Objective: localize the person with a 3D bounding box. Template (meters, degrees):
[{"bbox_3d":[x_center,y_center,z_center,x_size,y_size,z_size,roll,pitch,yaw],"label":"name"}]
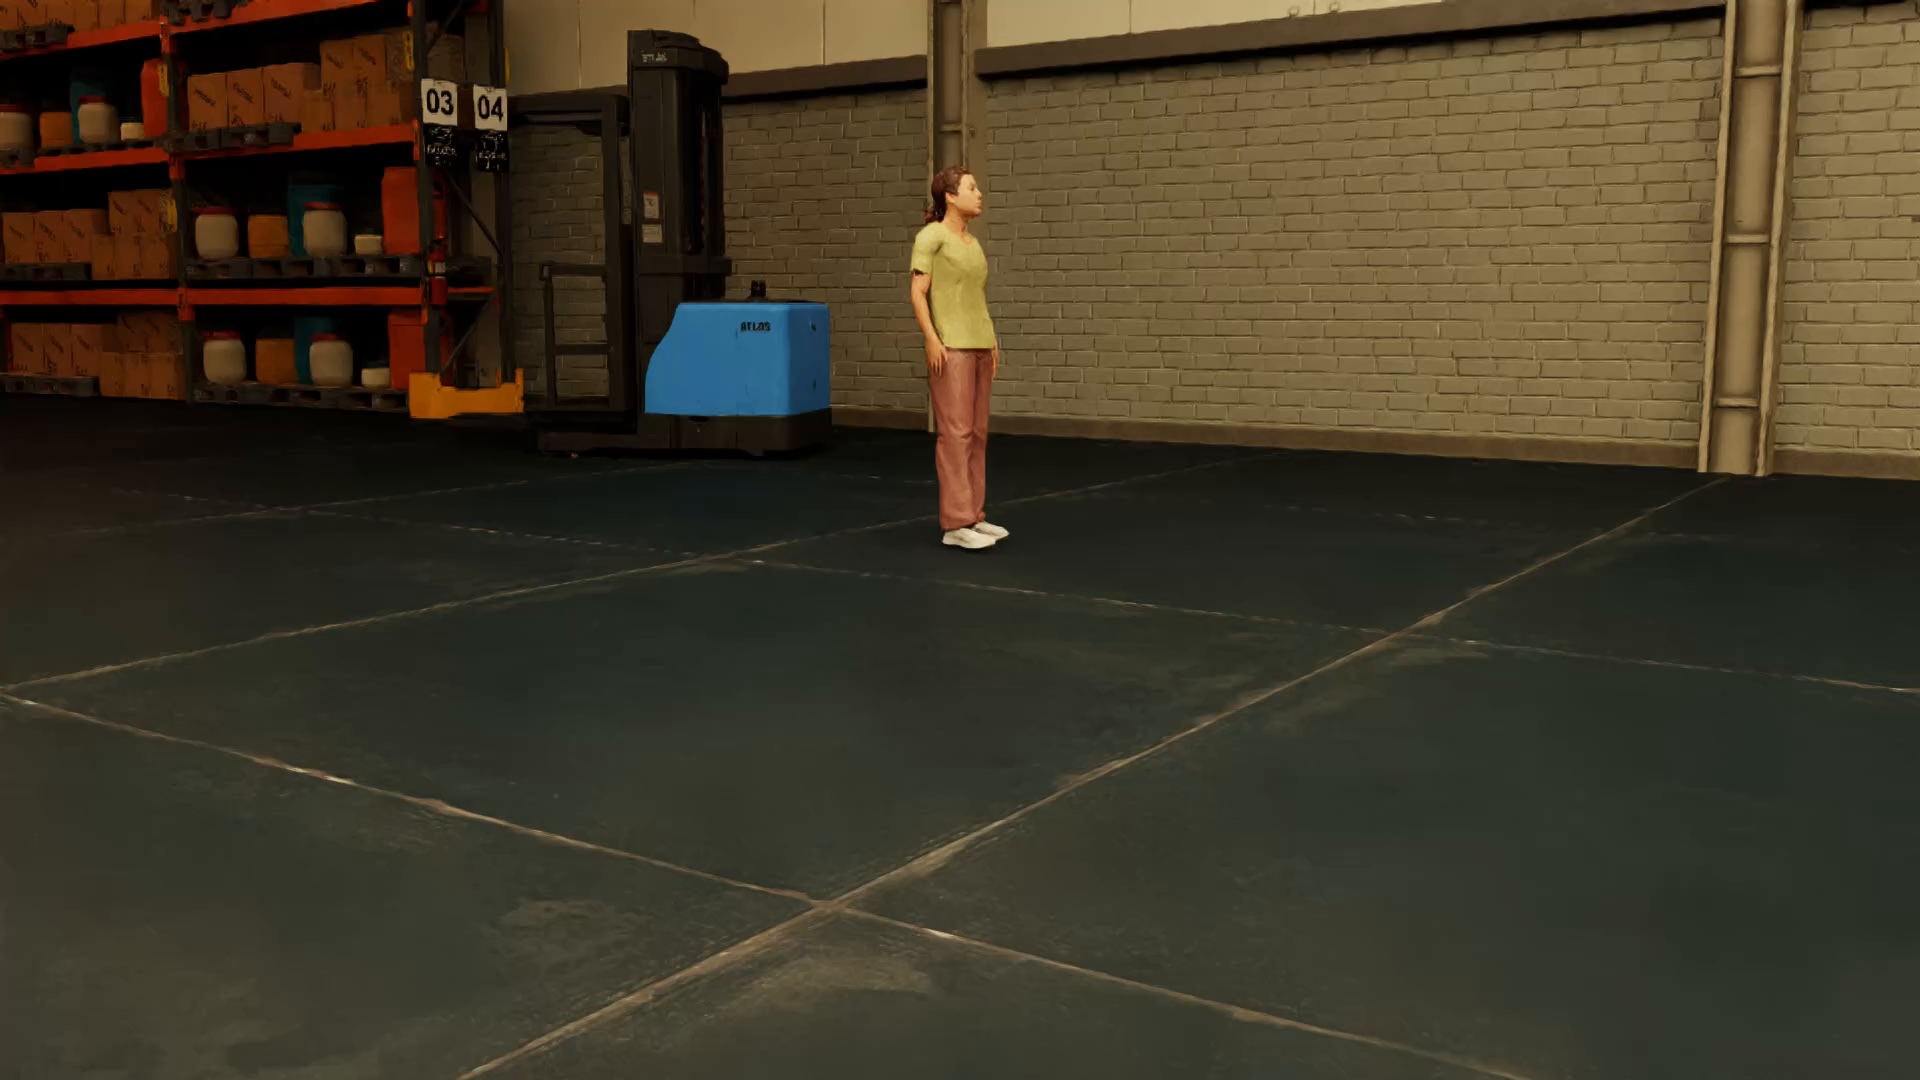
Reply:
[{"bbox_3d":[0.055,-0.830,7.435,0.548,1.674,0.554,5,10,34],"label":"person"}]

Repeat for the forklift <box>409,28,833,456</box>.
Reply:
[{"bbox_3d":[-2.518,-2.114,12.058,3.031,2.935,1.130,2,8,14],"label":"forklift"}]
